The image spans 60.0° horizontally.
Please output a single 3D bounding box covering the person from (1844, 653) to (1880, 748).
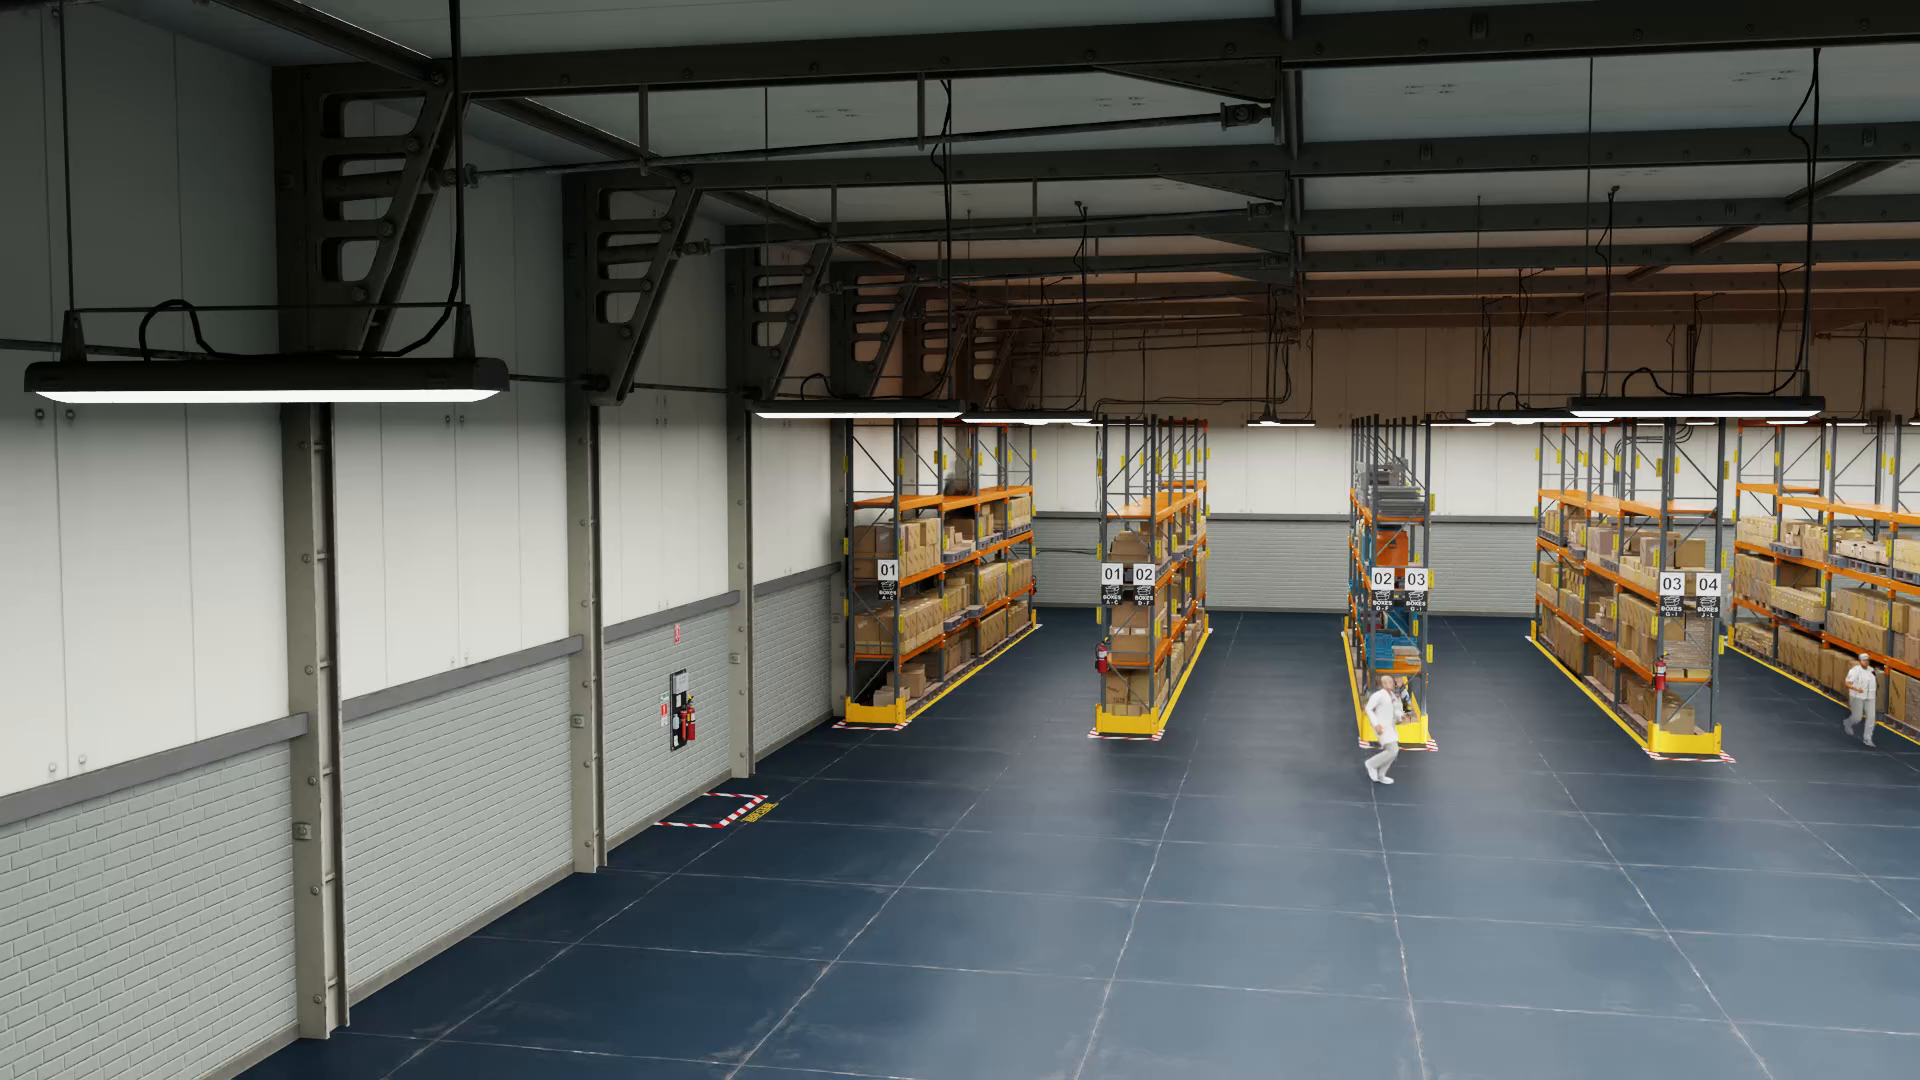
[{"bbox_3d":[16.431,2.887,30.281,0.607,1.659,0.849,0,4,3],"label":"person"}]

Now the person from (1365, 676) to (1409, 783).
[{"bbox_3d":[6.908,3.061,26.892,0.629,1.745,0.723,3,5,37],"label":"person"}]

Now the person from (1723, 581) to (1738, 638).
[{"bbox_3d":[21.097,1.917,45.312,0.566,1.620,0.604,2,4,29],"label":"person"}]
